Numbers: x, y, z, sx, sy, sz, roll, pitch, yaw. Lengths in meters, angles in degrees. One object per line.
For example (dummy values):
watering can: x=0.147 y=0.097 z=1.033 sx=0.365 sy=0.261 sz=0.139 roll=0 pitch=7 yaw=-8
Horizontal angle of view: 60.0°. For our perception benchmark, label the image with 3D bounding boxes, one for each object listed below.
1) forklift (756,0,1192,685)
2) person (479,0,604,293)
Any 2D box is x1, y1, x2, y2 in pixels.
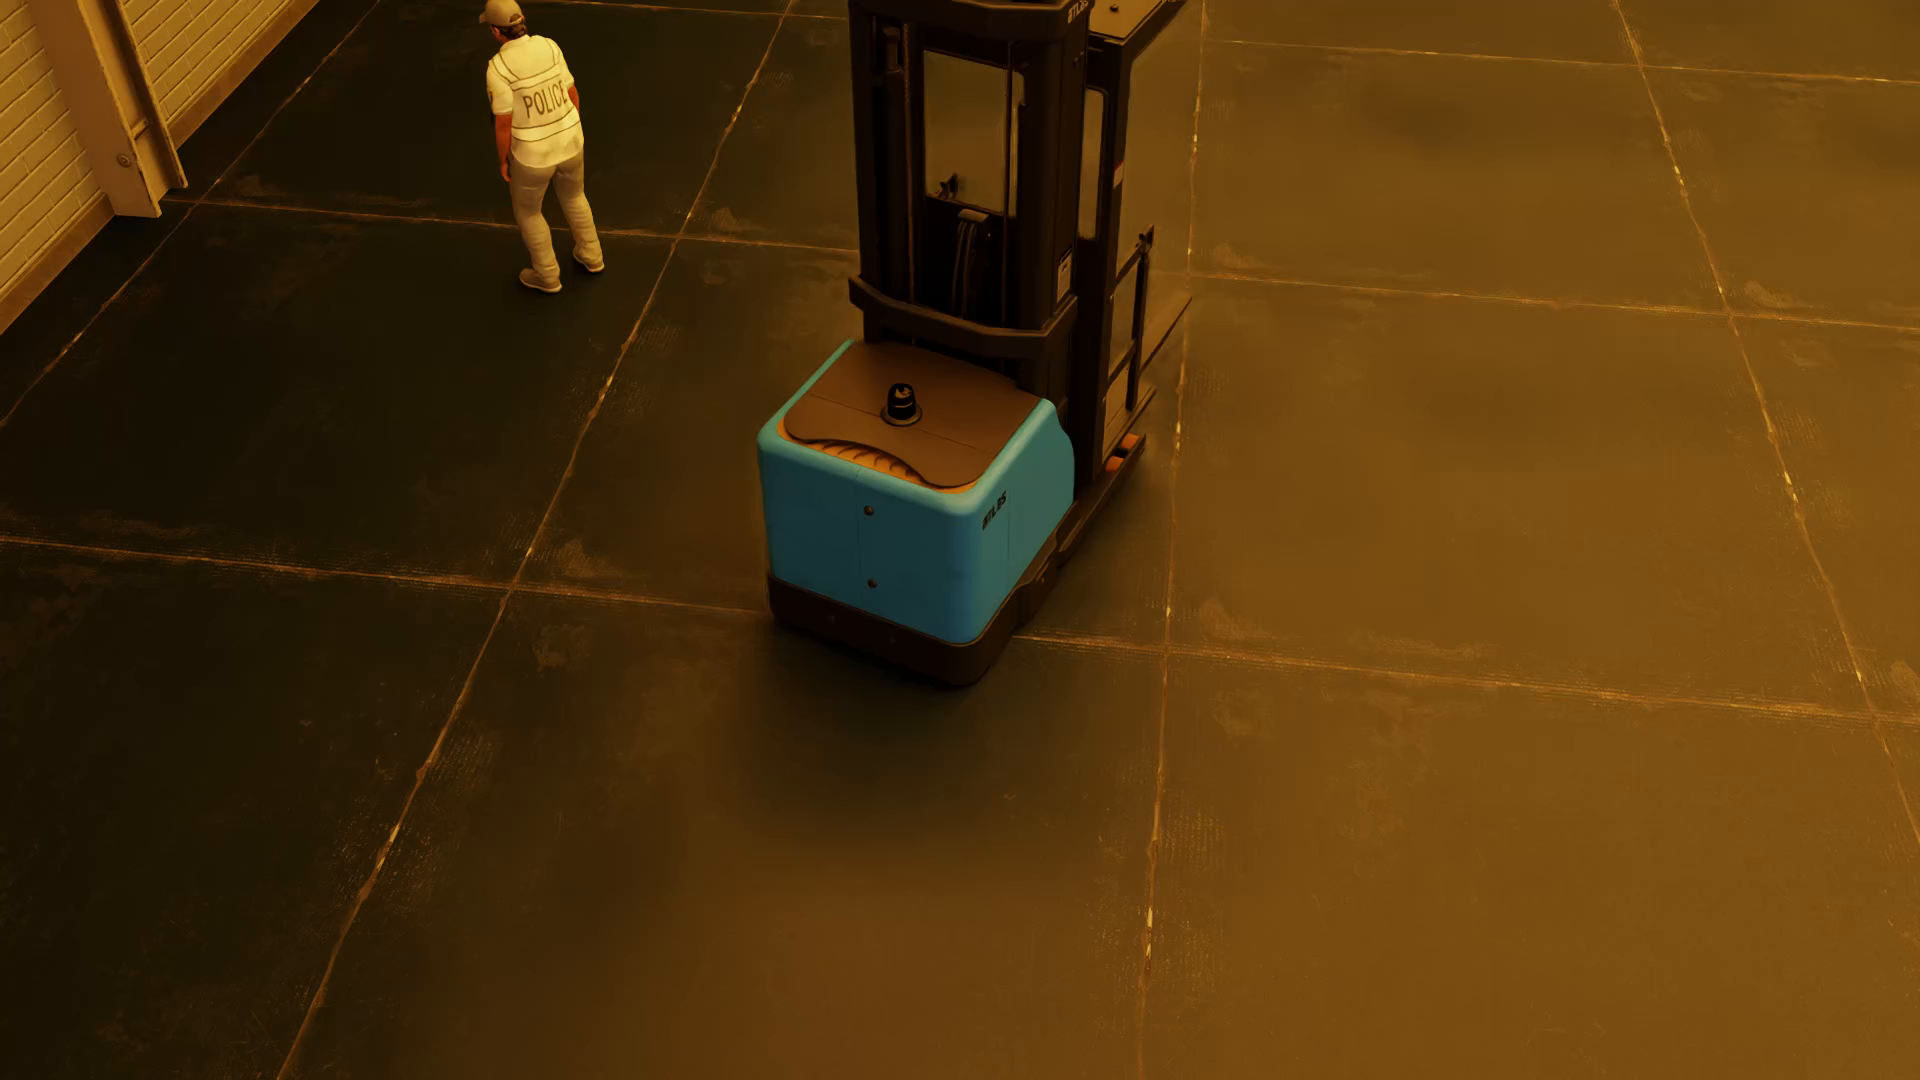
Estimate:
forklift: x=0.269 y=-1.454 z=7.307 sx=1.130 sy=2.935 sz=3.031 roll=19 pitch=46 yaw=20
person: x=-2.273 y=-2.128 z=8.980 sx=0.467 sy=1.666 sz=0.538 roll=33 pitch=52 yaw=31
